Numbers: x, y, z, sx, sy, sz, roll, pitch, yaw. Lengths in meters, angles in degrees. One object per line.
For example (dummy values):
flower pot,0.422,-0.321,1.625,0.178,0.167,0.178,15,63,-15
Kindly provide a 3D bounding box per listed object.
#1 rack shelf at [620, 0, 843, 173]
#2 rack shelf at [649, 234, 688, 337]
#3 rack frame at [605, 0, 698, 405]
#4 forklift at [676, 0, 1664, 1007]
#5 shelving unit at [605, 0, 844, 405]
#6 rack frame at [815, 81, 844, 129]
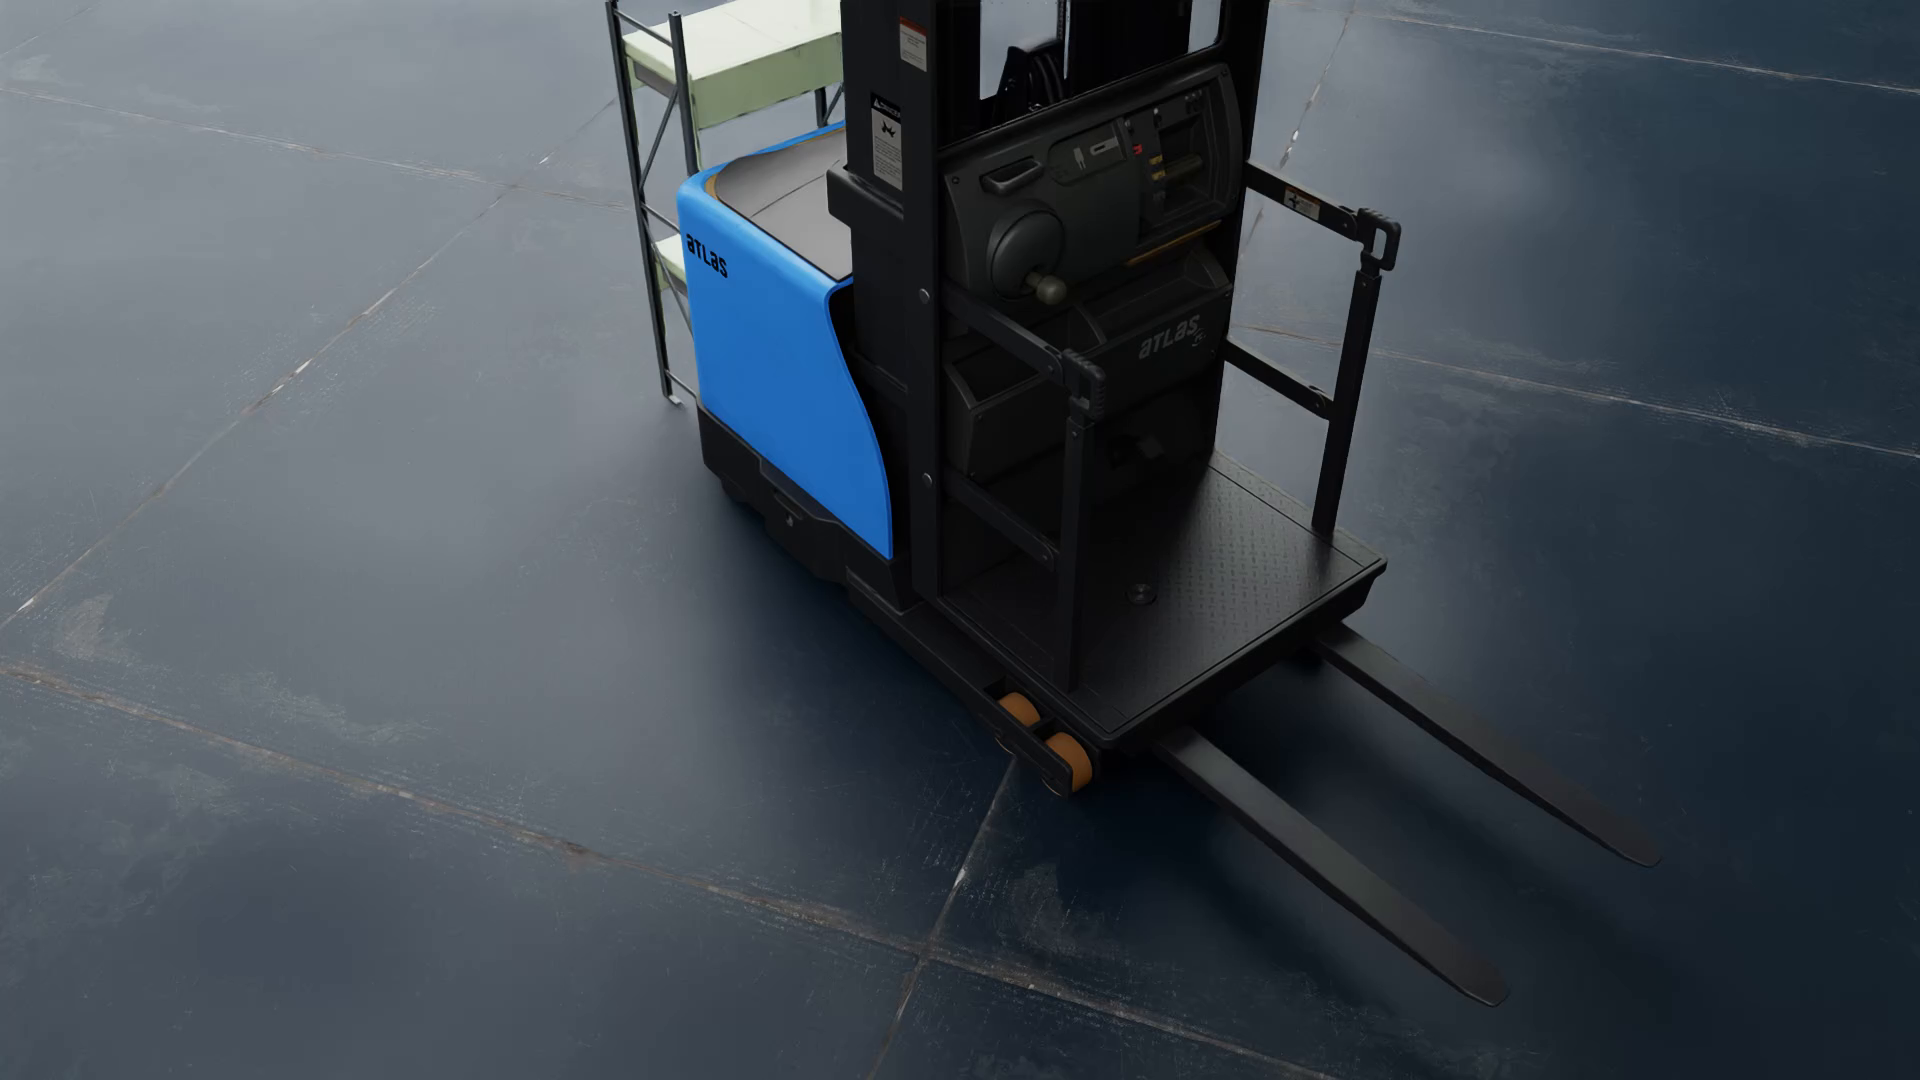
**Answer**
rack shelf,-0.636,-1.445,5.183,0.720,0.370,0.431,-29,48,-29
rack shelf,-0.632,-0.897,5.644,0.720,0.370,0.431,-29,48,-29
rack frame,-0.914,-0.993,5.255,0.023,1.500,0.400,-29,48,-29
forklift,0.481,-0.804,3.934,1.130,2.935,3.031,-28,48,-29
shelving unit,-0.634,-1.146,5.435,0.755,1.500,0.431,-29,48,-29
rack frame,-0.354,-1.299,5.614,0.023,1.500,0.400,-29,48,-29
